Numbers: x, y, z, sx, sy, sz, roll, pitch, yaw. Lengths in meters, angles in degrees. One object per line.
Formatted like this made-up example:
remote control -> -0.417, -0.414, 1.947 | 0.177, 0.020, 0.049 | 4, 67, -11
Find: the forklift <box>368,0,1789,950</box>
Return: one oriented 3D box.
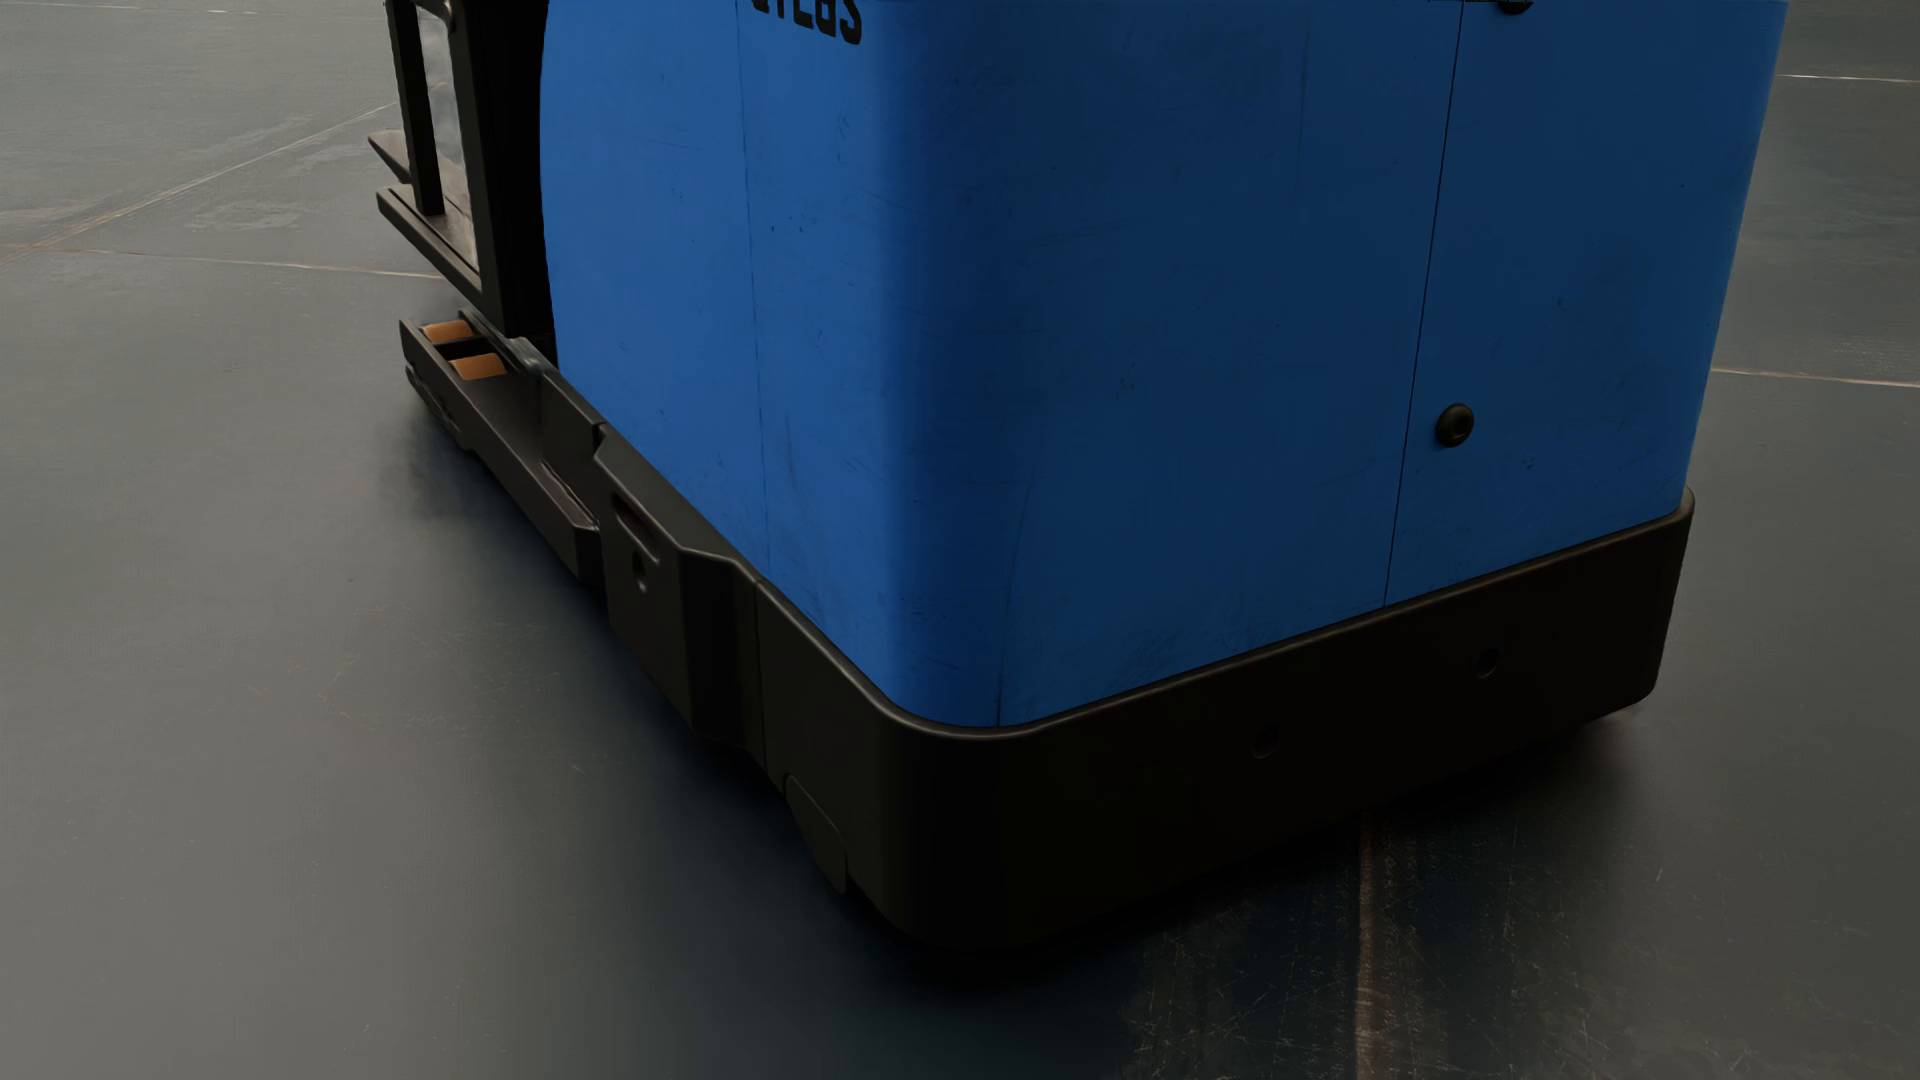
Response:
forklift -> -0.328, -1.547, 2.312 | 1.130, 2.935, 3.031 | -15, 30, -27
